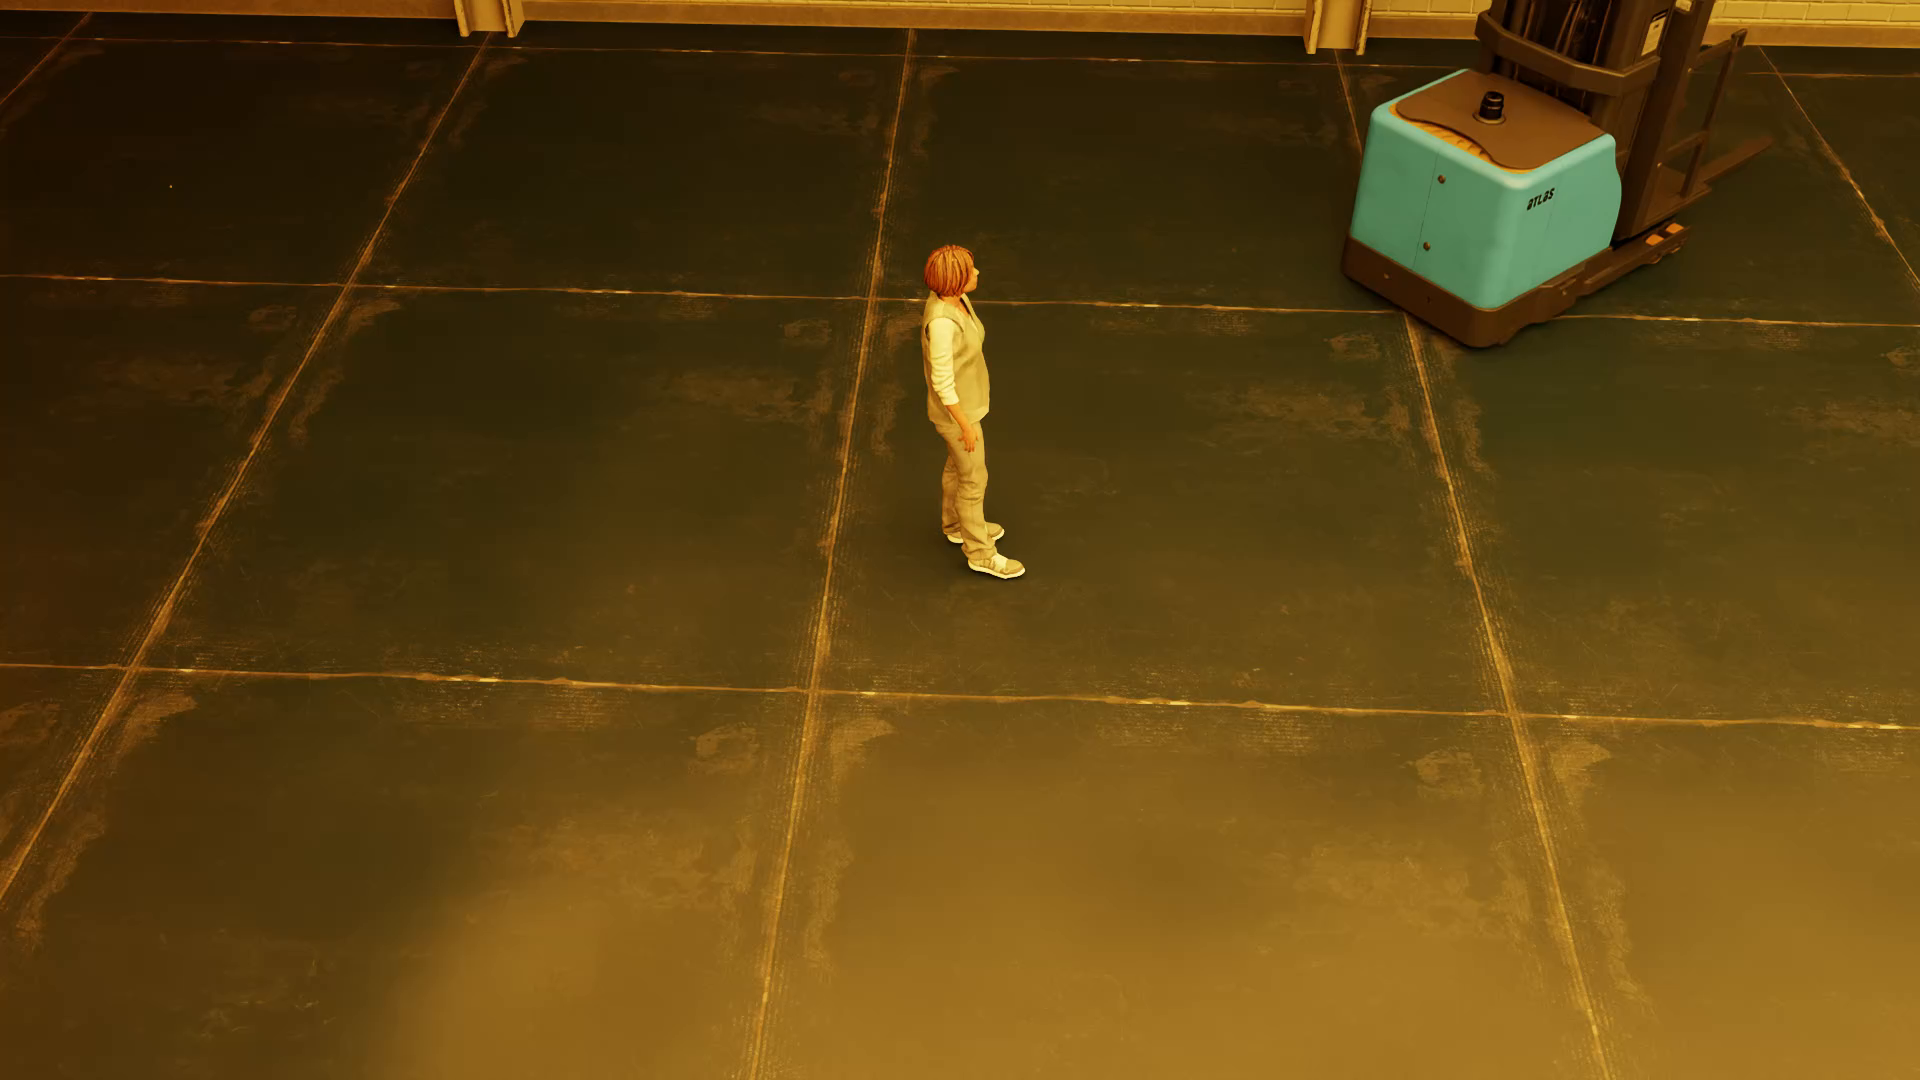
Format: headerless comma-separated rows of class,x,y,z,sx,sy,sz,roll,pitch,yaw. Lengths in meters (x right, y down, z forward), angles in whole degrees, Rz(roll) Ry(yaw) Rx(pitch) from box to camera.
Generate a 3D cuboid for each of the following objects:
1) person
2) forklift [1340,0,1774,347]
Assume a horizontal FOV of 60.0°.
person,0.074,-0.583,7.360,0.473,1.599,0.520,2,42,2
forklift,3.648,-2.942,8.965,3.031,2.935,1.130,-28,49,-27
